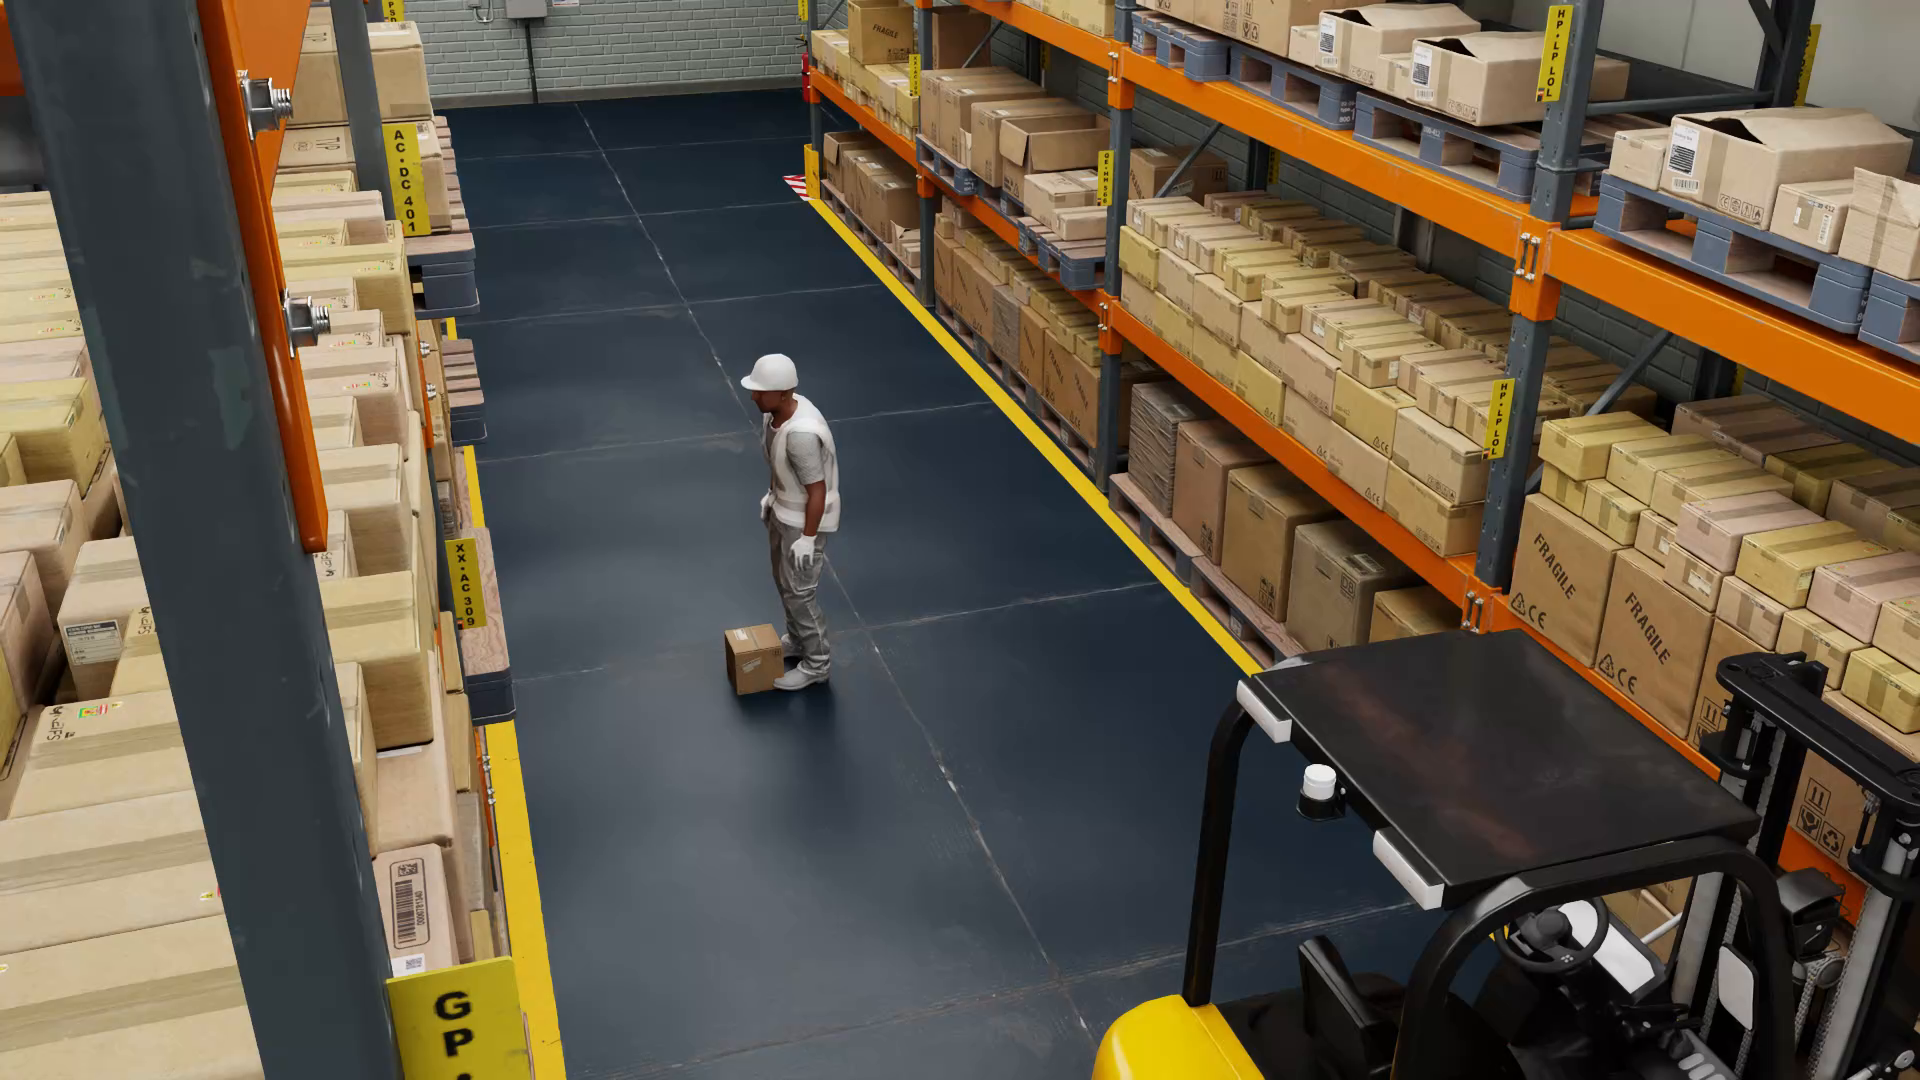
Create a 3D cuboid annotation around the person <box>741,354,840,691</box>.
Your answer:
[{"bbox_3d":[-0.836,-0.101,8.305,0.445,1.775,0.629,-10,28,-19],"label":"person"}]
